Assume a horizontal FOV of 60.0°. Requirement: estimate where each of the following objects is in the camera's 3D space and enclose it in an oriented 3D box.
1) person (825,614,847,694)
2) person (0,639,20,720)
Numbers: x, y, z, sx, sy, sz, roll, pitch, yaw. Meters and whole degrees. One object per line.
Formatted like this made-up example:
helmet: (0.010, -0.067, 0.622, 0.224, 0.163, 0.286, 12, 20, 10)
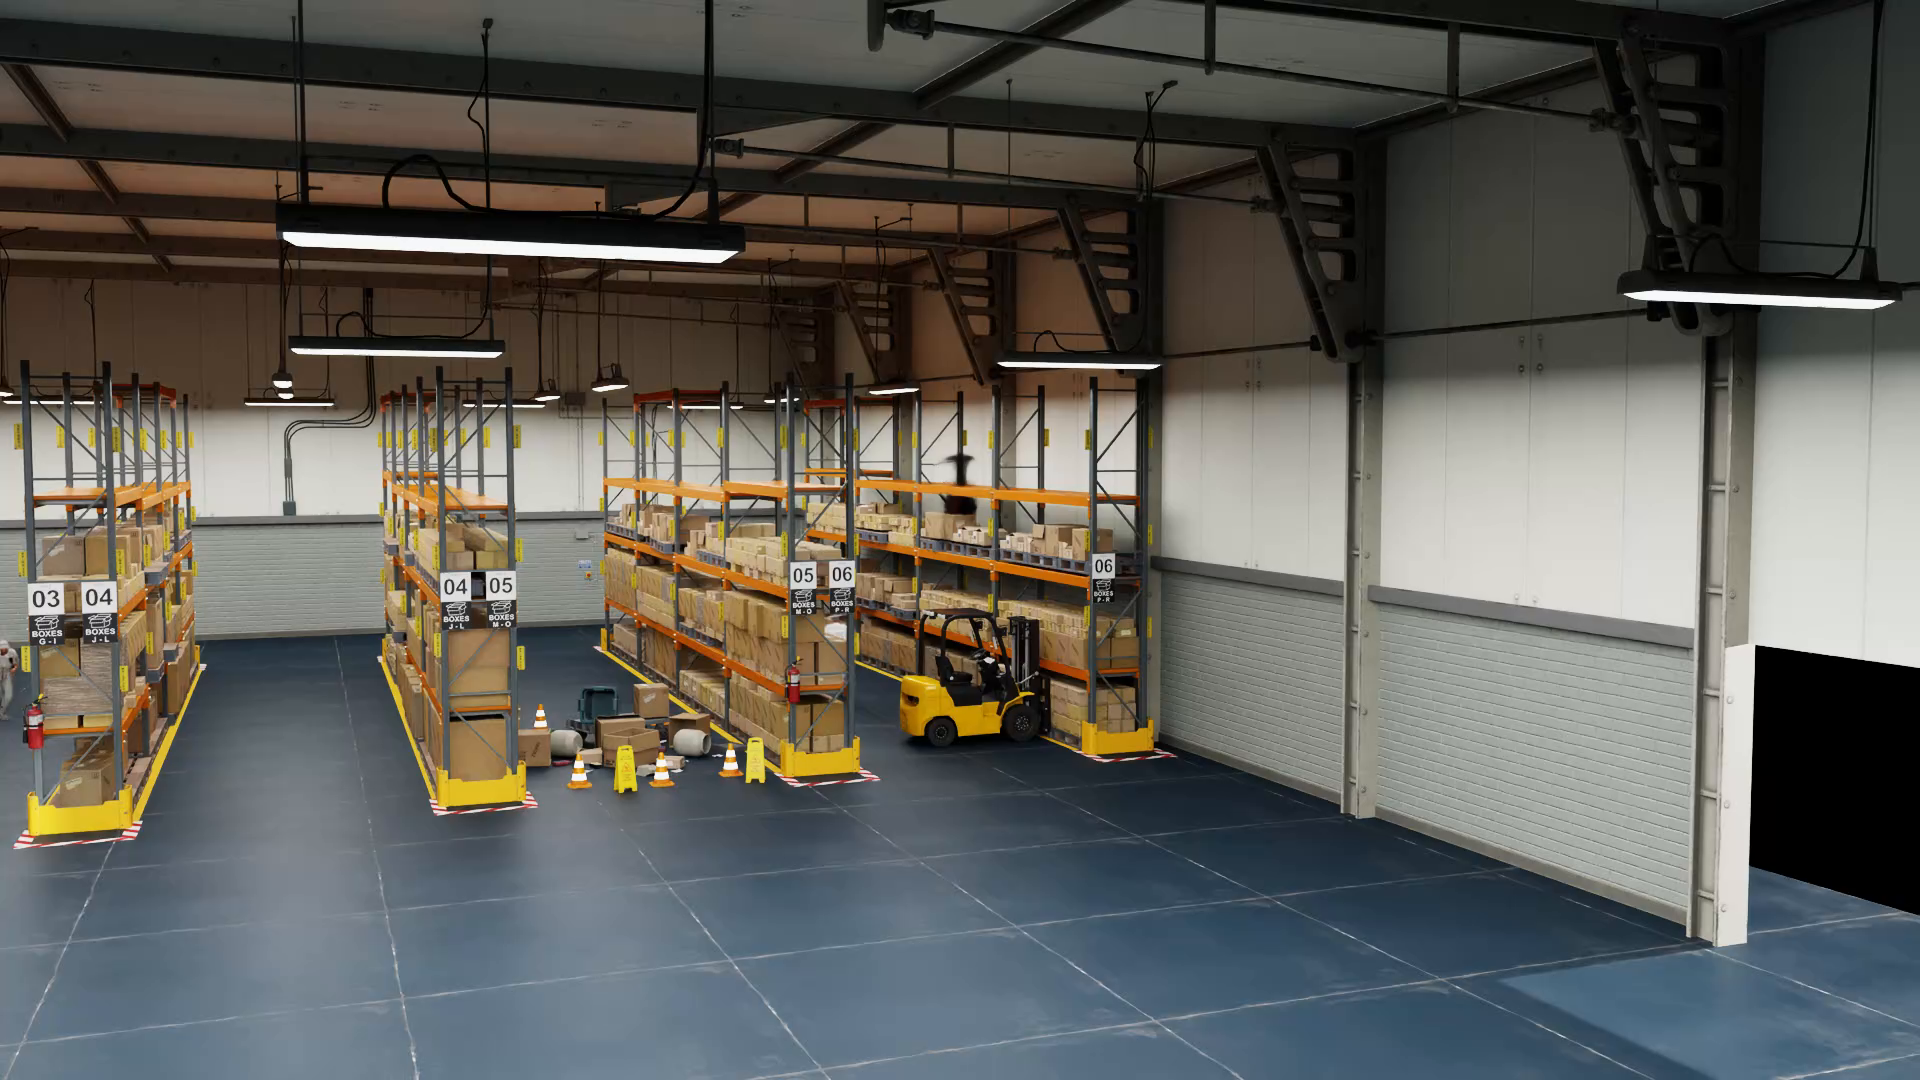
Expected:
person: (-2.448, 2.268, 32.676, 0.672, 1.565, 0.981, 0, 3, -8)
person: (-17.060, 2.490, 29.521, 0.640, 1.488, 0.809, -3, 4, -39)
